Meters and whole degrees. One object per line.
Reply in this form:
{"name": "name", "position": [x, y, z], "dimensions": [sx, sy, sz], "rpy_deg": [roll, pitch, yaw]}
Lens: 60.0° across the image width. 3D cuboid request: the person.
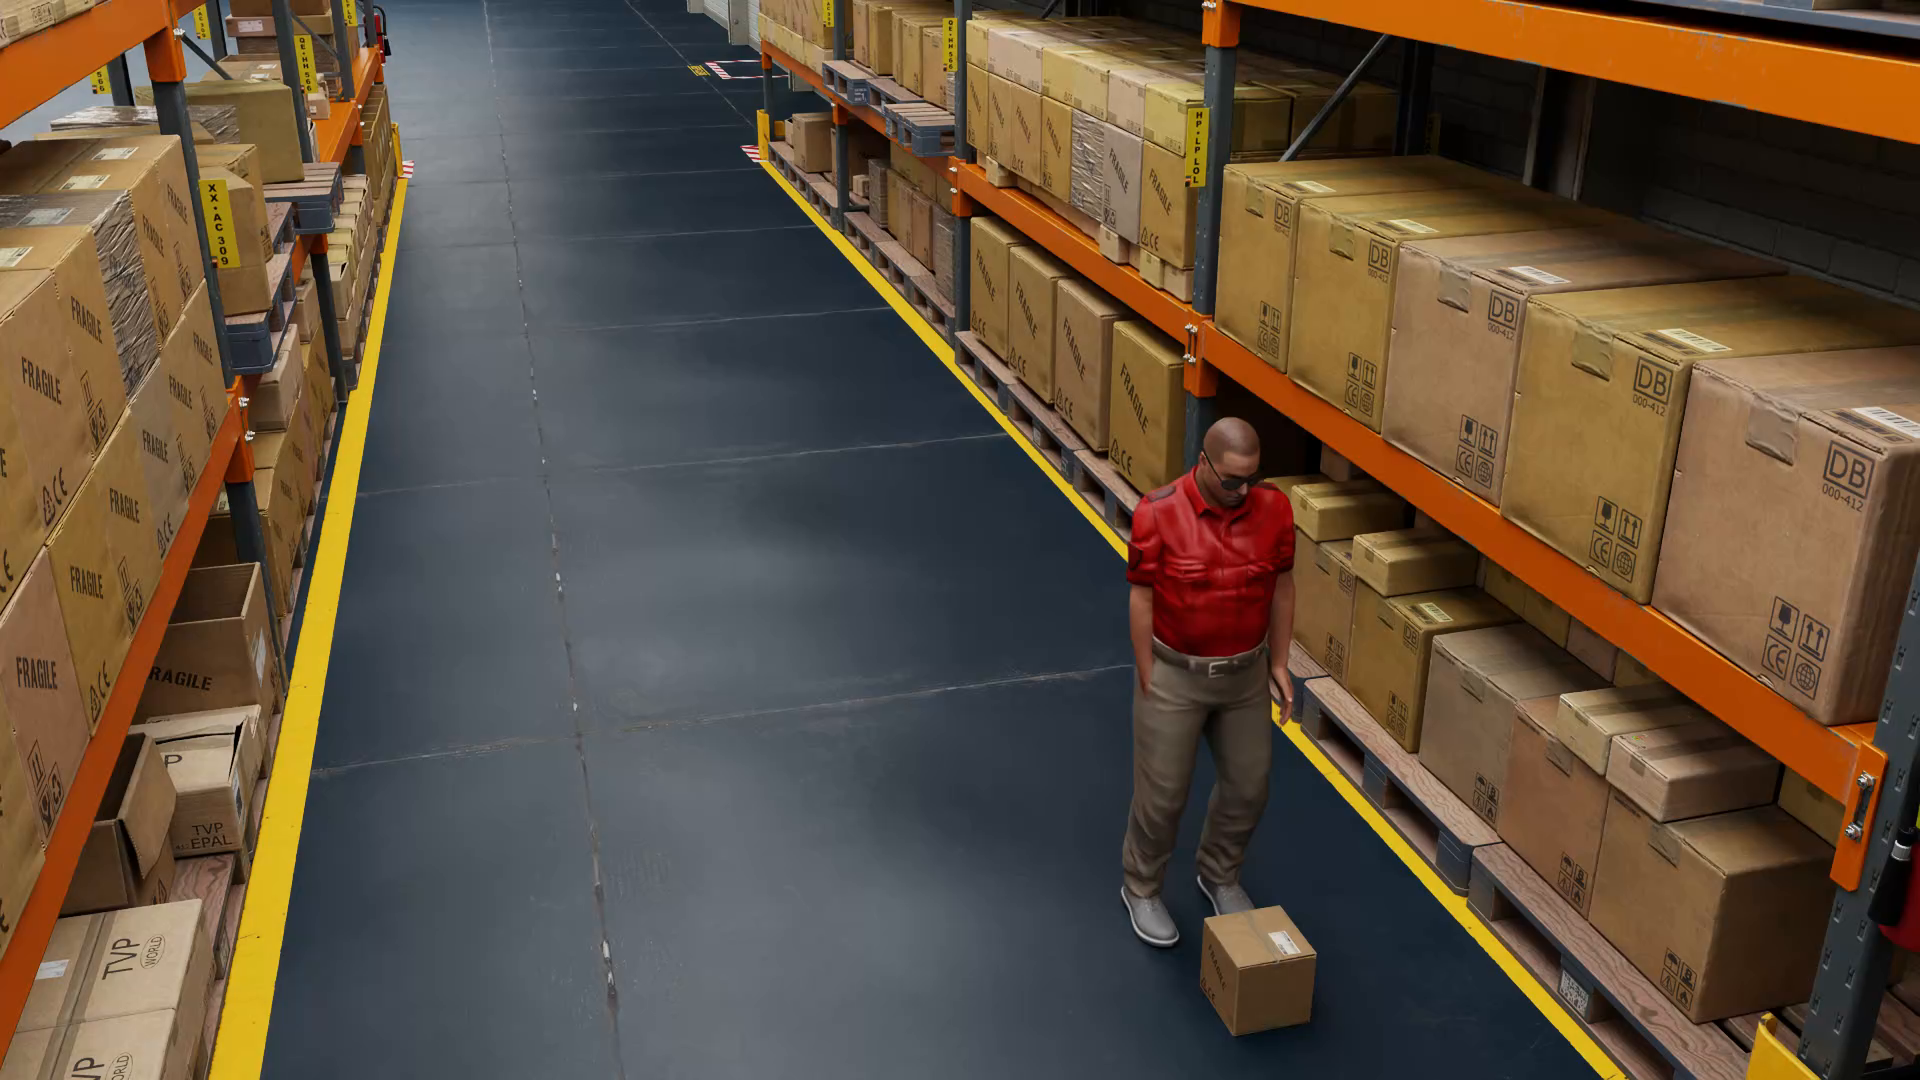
{"name": "person", "position": [0.774, 0.472, 5.134], "dimensions": [0.538, 1.627, 0.340], "rpy_deg": [-6, 23, -13]}
